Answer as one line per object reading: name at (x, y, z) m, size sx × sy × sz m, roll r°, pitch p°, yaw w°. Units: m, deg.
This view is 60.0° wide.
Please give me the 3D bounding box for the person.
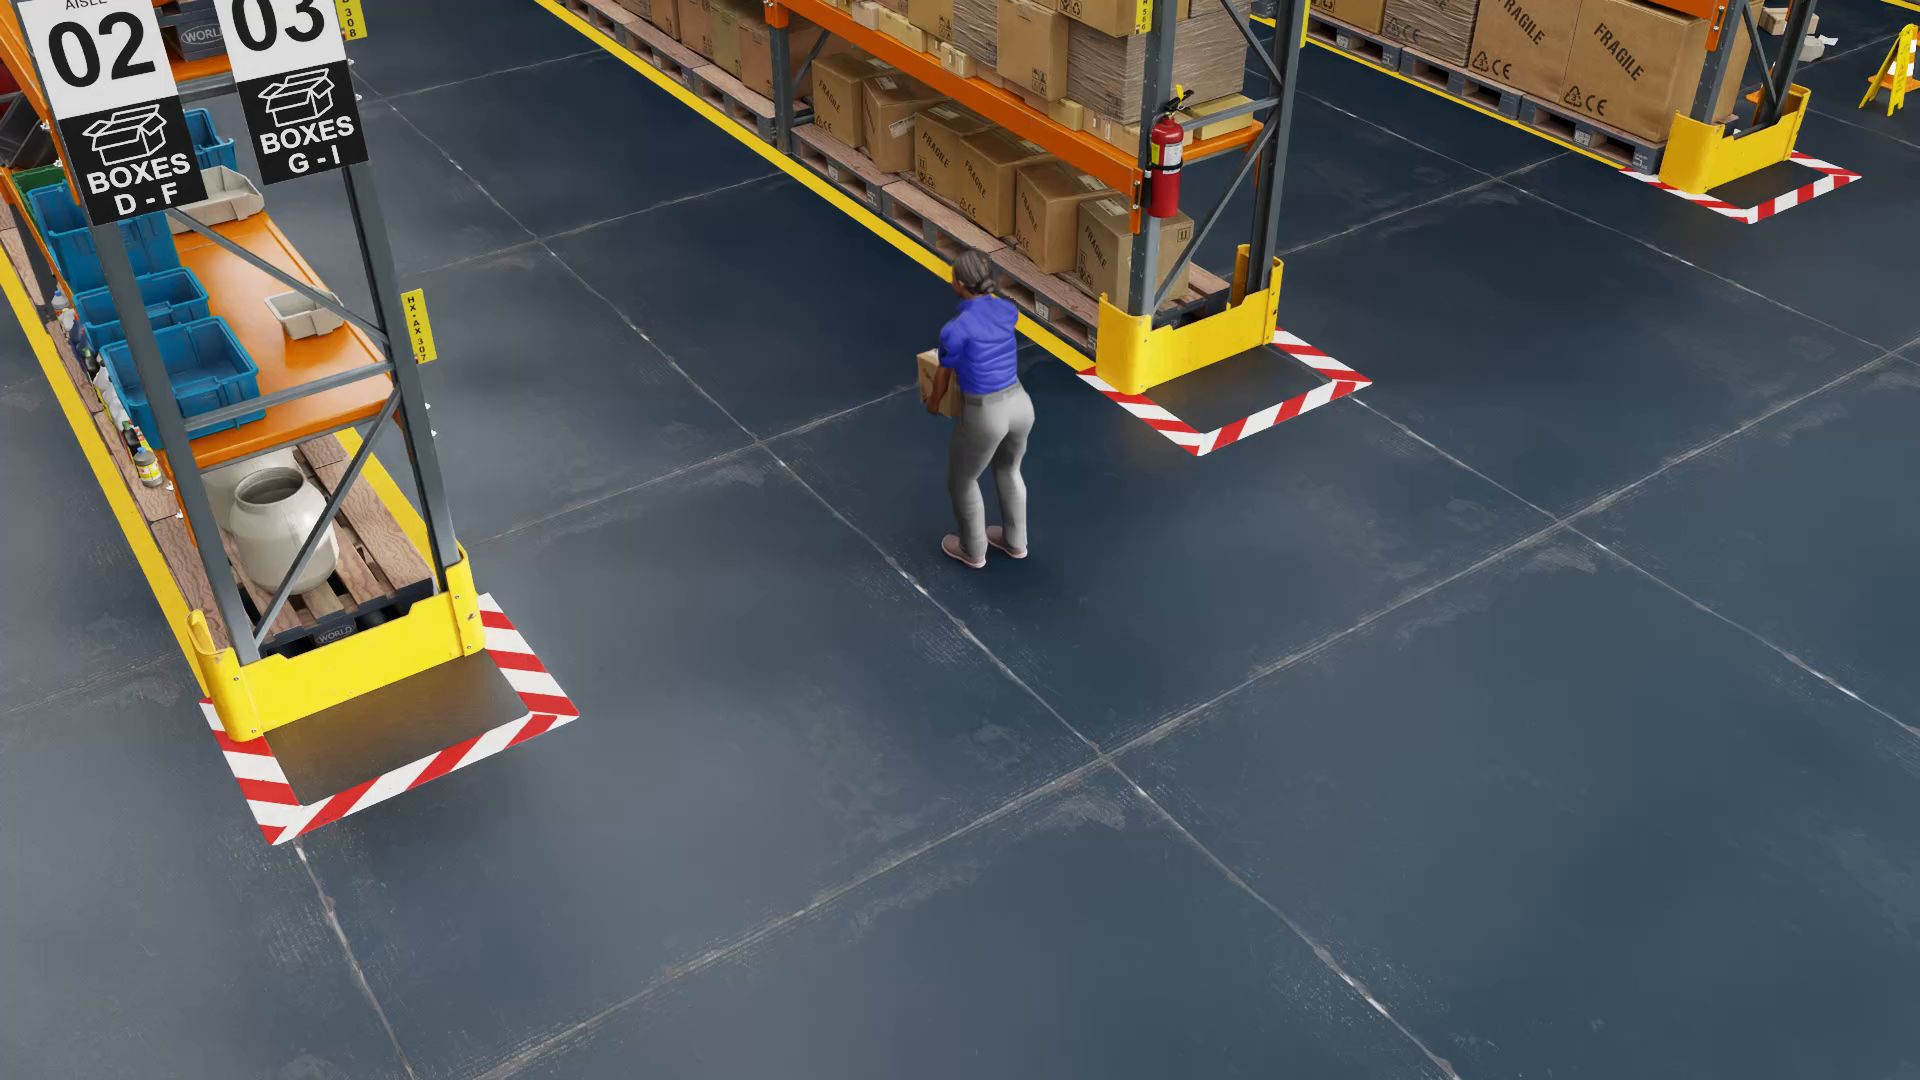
person at (0.080, -0.614, 7.859) m, size 0.411 × 1.636 × 0.538 m, roll -24°, pitch 43°, yaw -28°
